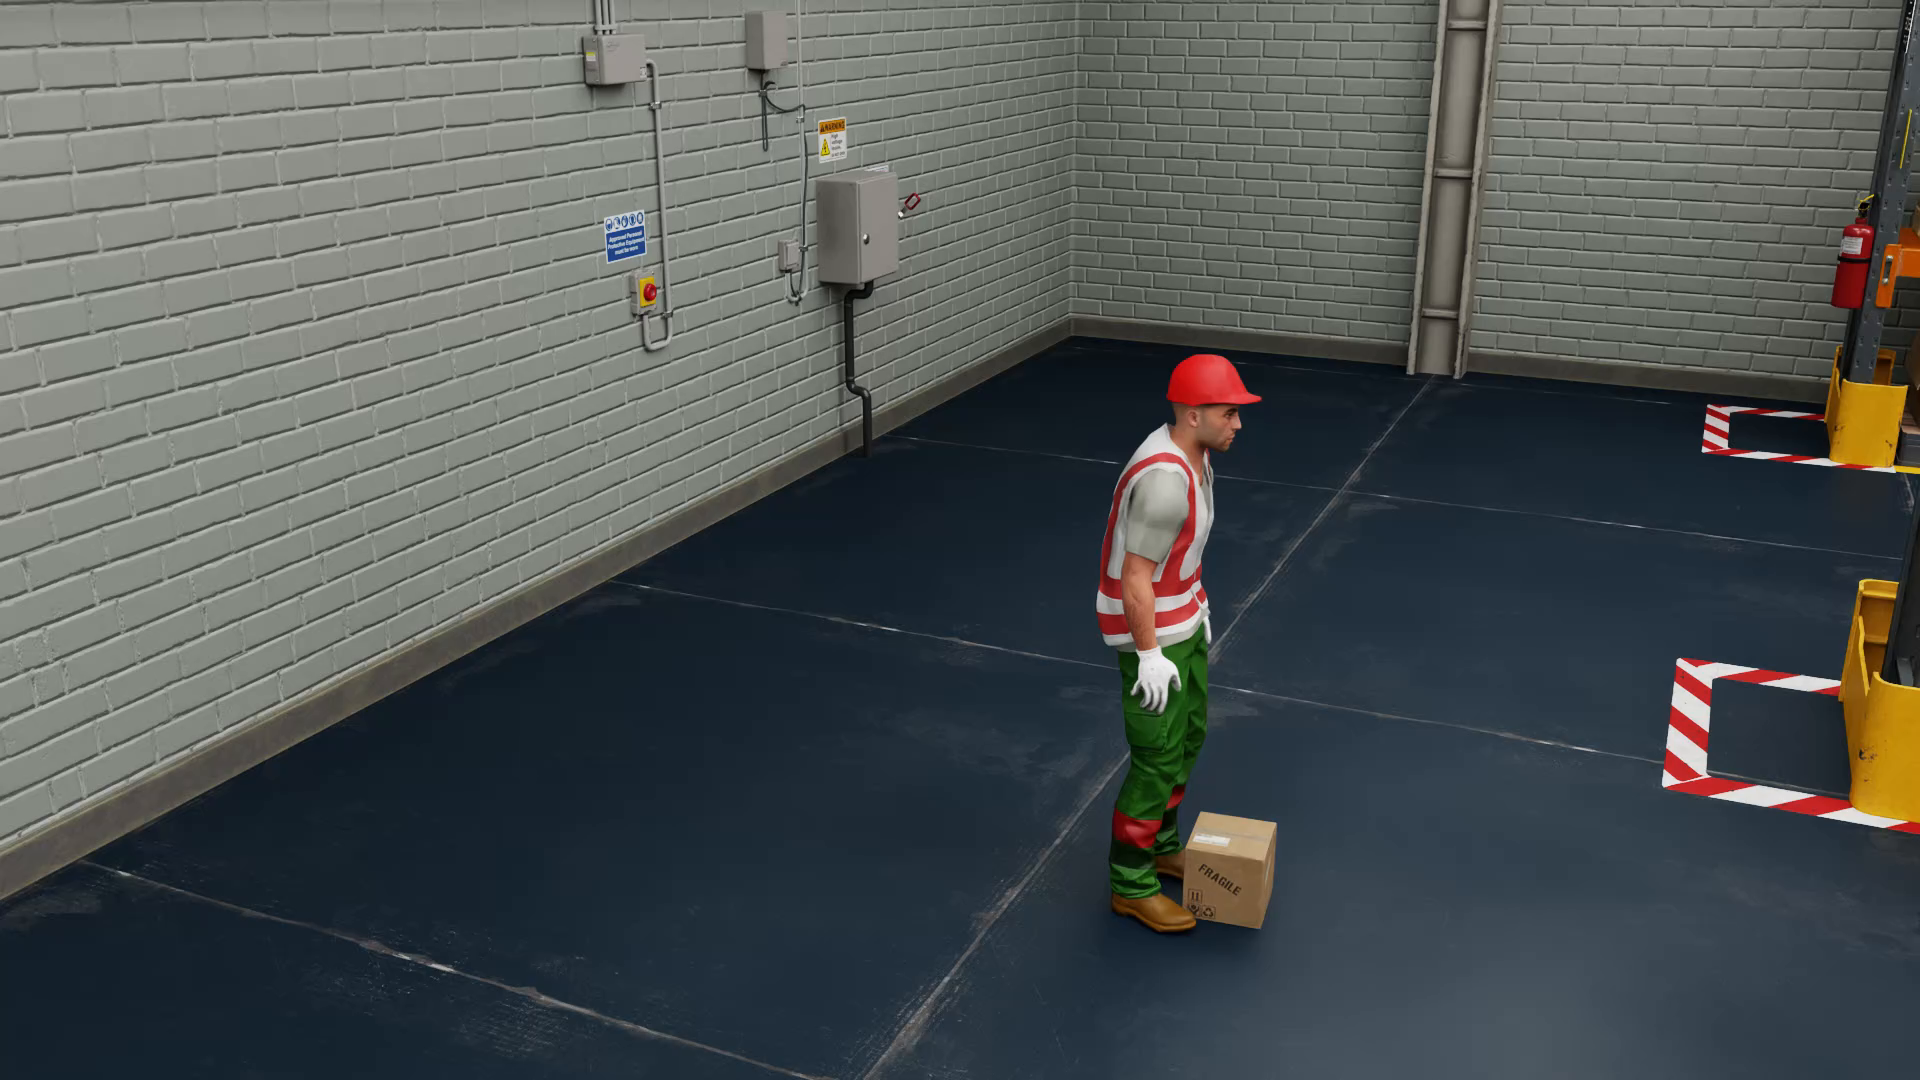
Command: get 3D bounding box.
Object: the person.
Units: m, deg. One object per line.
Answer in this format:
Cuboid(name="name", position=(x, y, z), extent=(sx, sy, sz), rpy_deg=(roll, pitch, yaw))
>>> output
Cuboid(name="person", position=(0.661, 0.299, 5.168), extent=(0.453, 1.777, 0.608), rpy_deg=(7, 20, 20))
